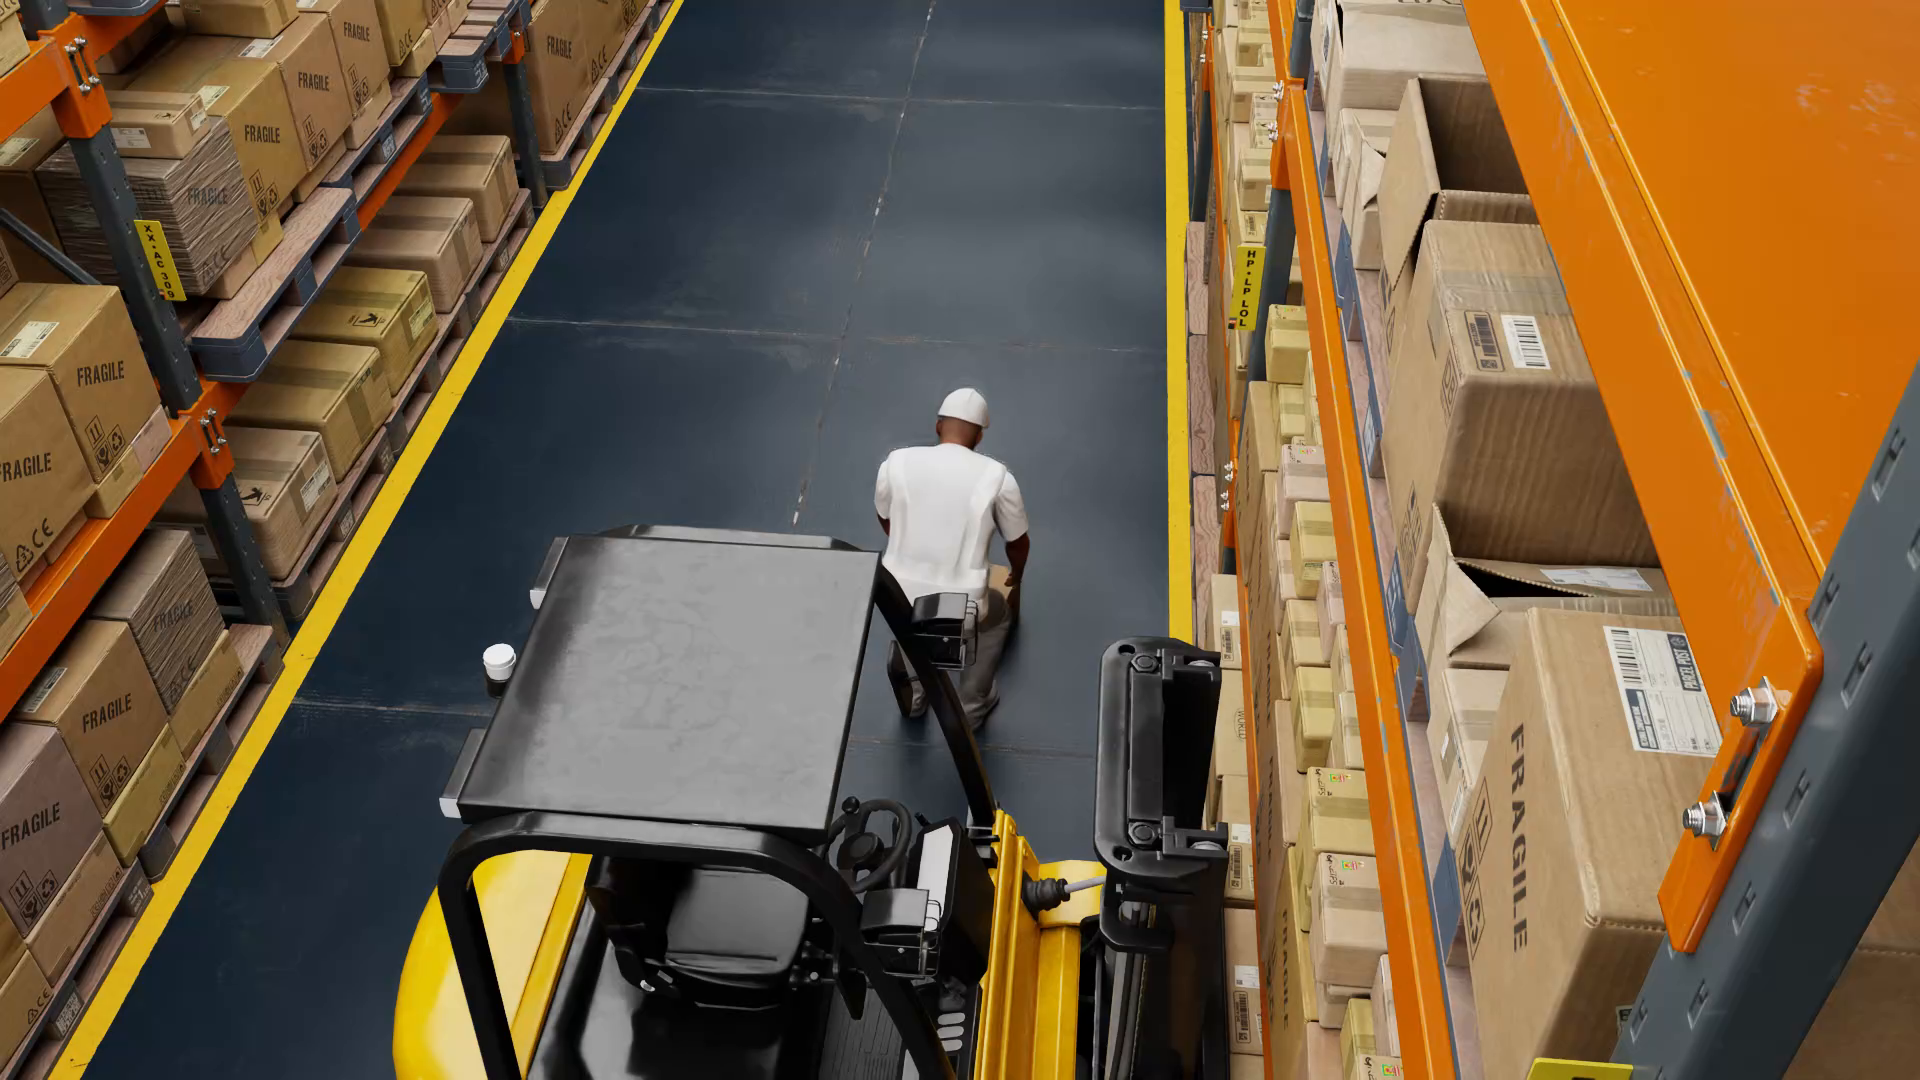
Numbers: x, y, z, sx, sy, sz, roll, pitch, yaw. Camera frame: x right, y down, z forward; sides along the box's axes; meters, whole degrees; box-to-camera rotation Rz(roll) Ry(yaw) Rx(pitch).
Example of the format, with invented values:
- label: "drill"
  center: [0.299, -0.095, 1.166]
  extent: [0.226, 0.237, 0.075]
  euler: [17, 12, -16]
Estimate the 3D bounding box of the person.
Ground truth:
- label: "person"
  center: [-0.067, 0.111, 6.629]
  extent: [0.631, 1.343, 0.792]
  euler: [12, 41, 14]
